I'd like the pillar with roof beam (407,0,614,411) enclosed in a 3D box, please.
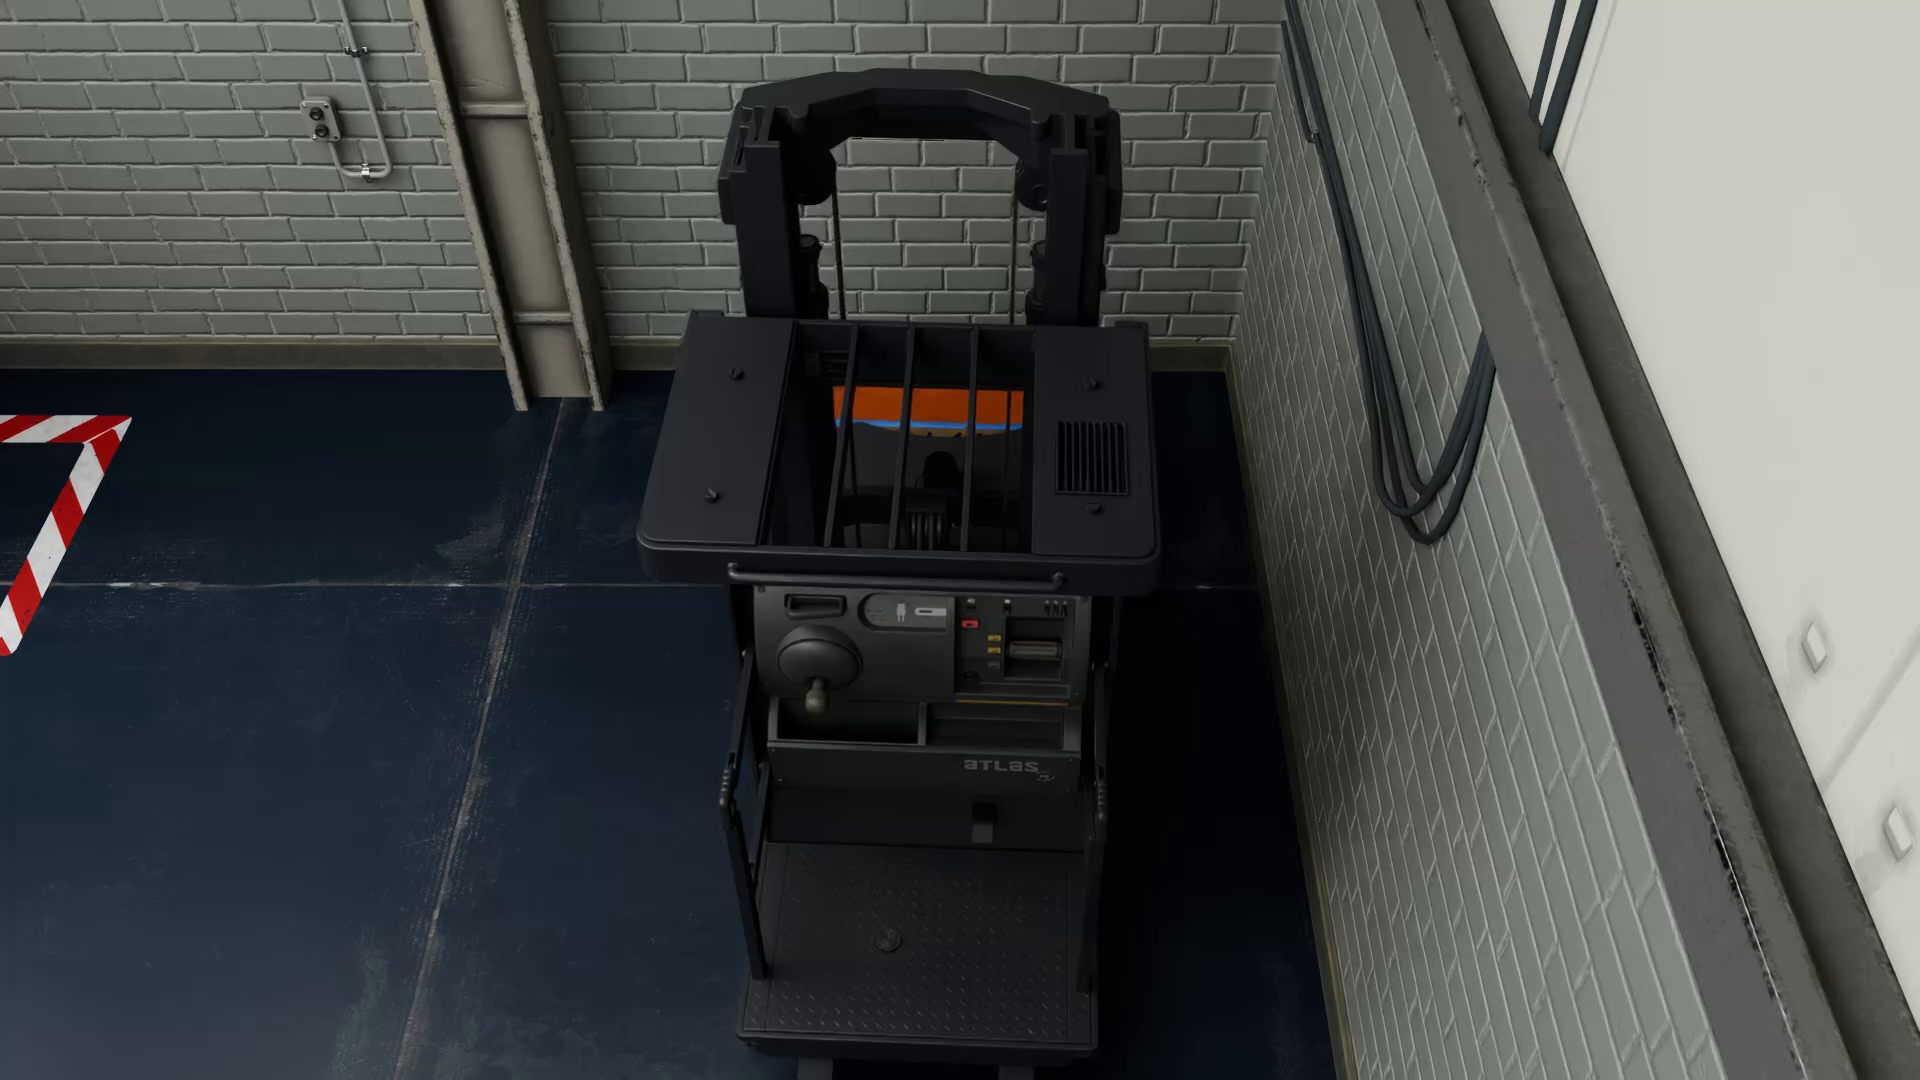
[{"bbox_3d":[-1.785,-0.601,1.242,0.400,9.000,9.100,0,47,0],"label":"pillar with roof beam"}]

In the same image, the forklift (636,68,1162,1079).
[{"bbox_3d":[-0.111,0.394,4.462,1.130,2.935,3.031,2,47,2],"label":"forklift"}]

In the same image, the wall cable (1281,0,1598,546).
[{"bbox_3d":[1.182,-1.791,4.472,0.112,2.526,3.097,0,47,0],"label":"wall cable"}]

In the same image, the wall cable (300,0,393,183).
[{"bbox_3d":[-3.189,-2.117,6.058,1.851,1.984,0.084,0,47,0],"label":"wall cable"}]

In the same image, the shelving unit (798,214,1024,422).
[{"bbox_3d":[-0.076,-0.511,6.282,1.083,1.500,0.587,0,47,0],"label":"shelving unit"}]

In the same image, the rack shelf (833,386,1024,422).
[{"bbox_3d":[-0.085,-0.389,6.414,1.000,0.185,0.538,0,47,0],"label":"rack shelf"}]

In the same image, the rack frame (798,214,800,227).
[{"bbox_3d":[-0.594,-0.513,6.283,0.032,1.500,0.500,0,47,0],"label":"rack frame"}]
